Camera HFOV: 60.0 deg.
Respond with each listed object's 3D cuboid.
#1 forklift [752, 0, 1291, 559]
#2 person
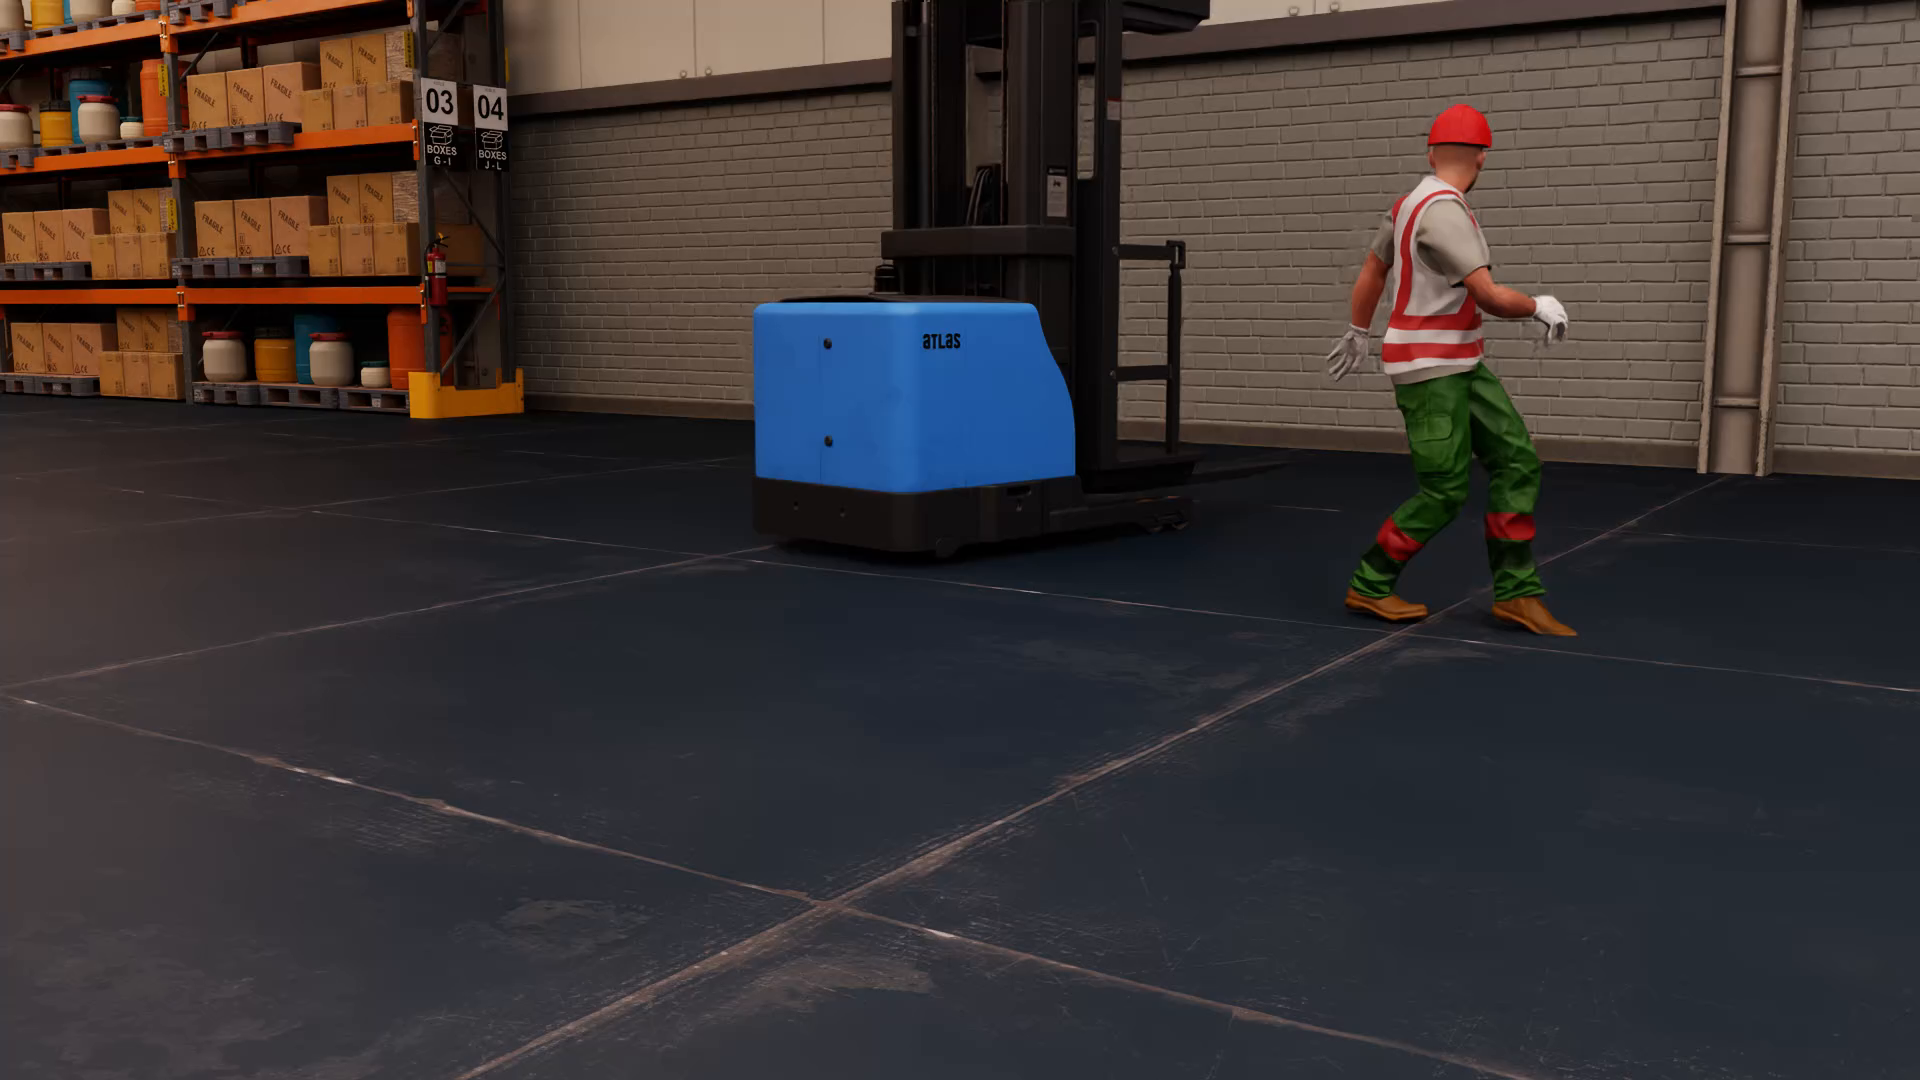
[{"bbox_3d":[0.474,-1.527,7.928,1.130,2.935,3.031,8,11,44],"label":"forklift"},{"bbox_3d":[1.620,-0.551,5.538,0.935,1.753,0.577,4,9,28],"label":"person"}]
